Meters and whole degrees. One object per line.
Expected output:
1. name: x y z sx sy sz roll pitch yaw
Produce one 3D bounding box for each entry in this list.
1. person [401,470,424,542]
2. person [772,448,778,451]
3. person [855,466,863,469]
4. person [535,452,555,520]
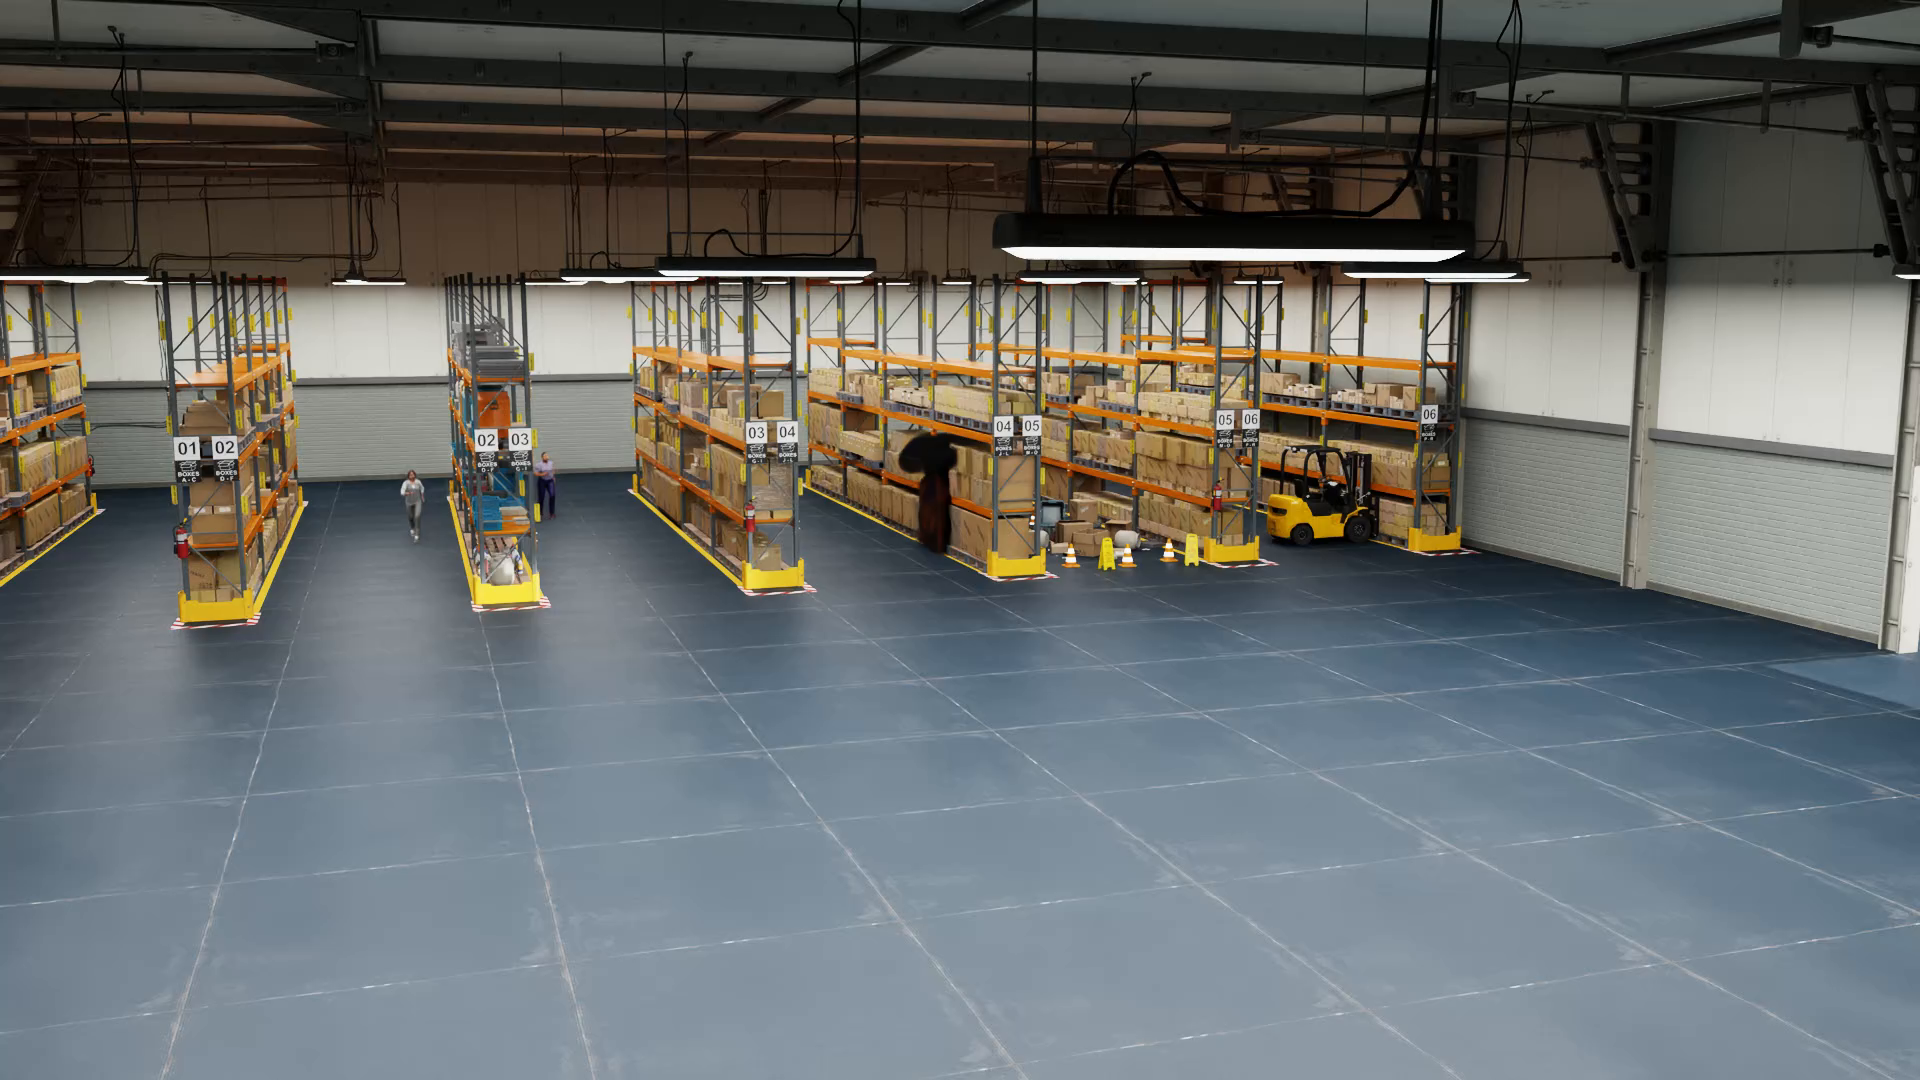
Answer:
1. person: -12.490 -0.810 37.969 0.510 1.609 0.861 -3 9 -18
2. person: -5.472 -2.569 49.187 0.692 1.771 0.742 0 9 2
3. person: -2.822 -2.552 49.608 0.750 1.651 0.572 2 9 11
4. person: -10.396 -1.369 41.684 0.565 1.708 0.843 -5 10 -29
